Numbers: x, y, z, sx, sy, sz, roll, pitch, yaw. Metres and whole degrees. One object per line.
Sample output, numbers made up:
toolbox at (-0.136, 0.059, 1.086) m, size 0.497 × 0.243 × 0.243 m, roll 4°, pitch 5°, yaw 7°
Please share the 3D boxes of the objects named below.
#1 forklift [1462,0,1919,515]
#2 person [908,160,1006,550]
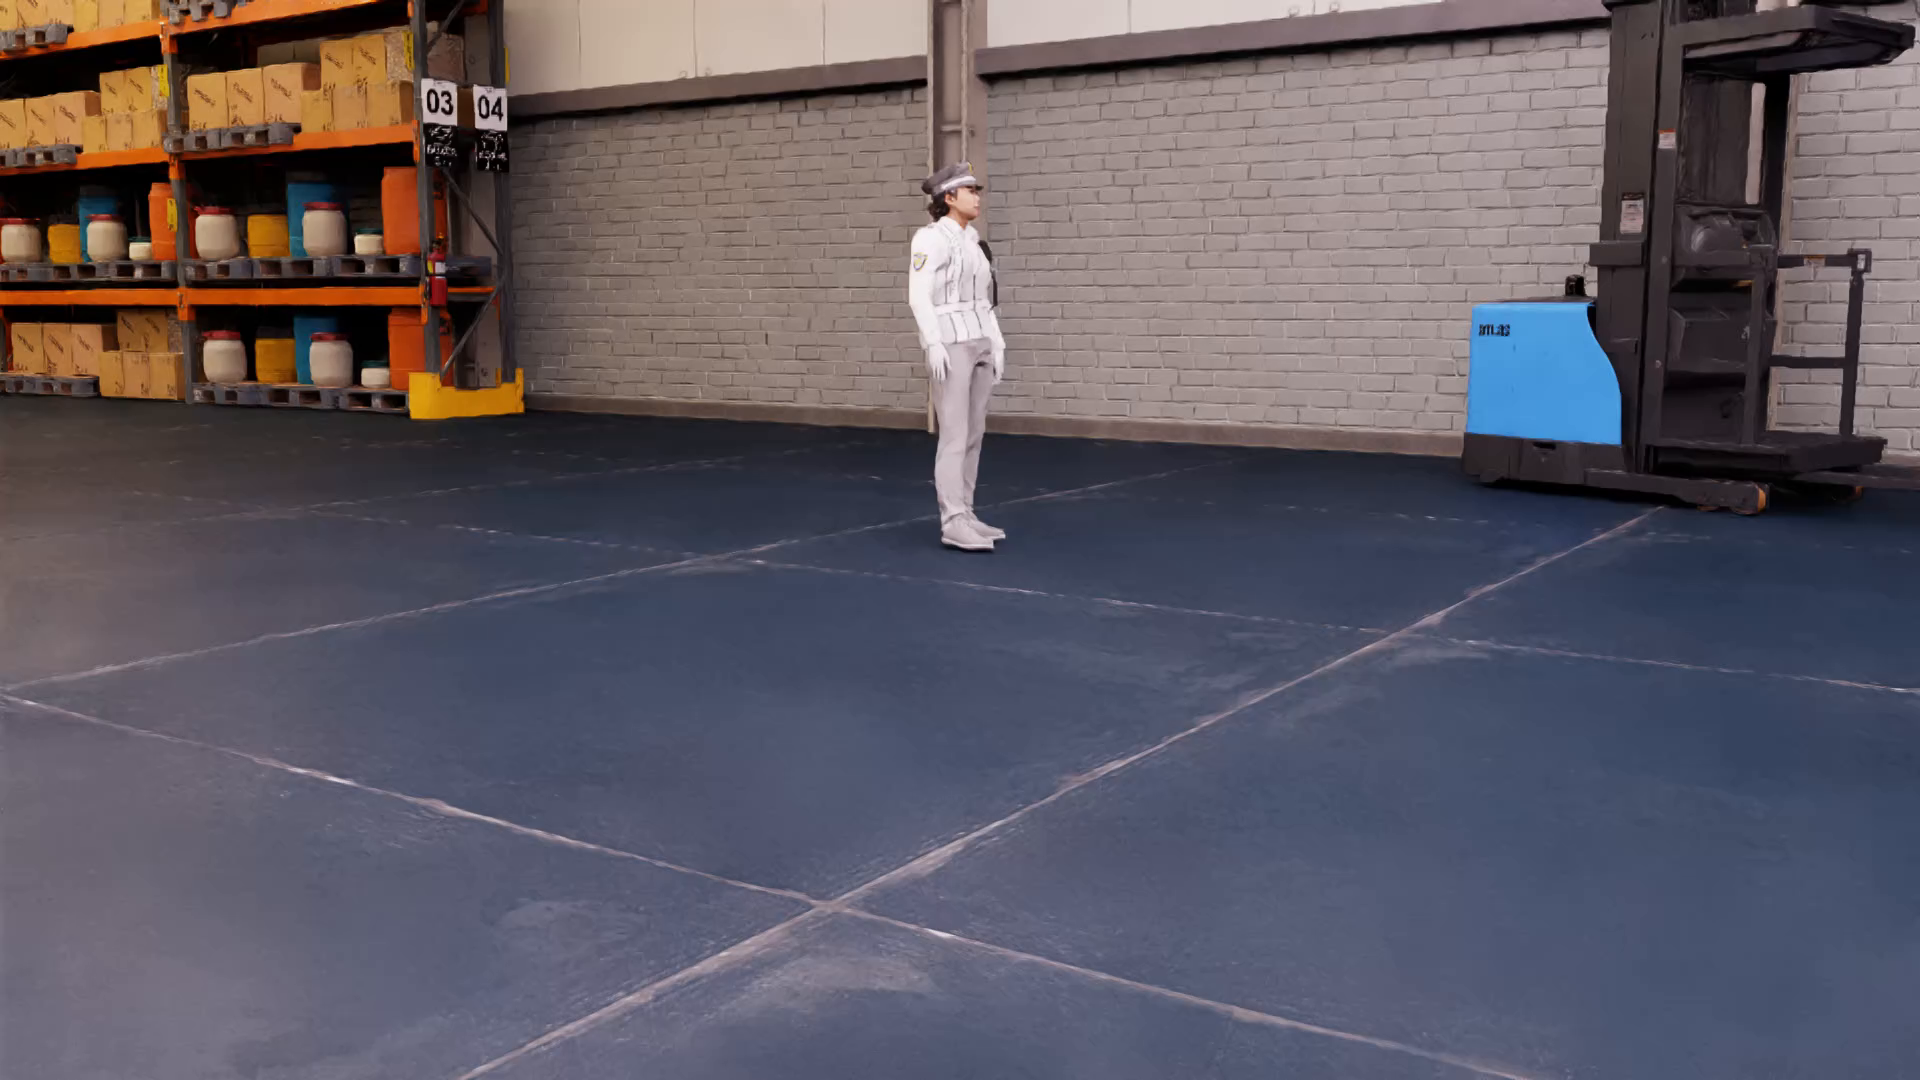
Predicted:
forklift at (4.265, -1.653, 8.820) m, size 1.130 × 2.935 × 3.031 m, roll -6°, pitch 10°, yaw -36°
person at (0.052, -0.840, 7.440) m, size 0.532 × 1.695 × 0.586 m, roll 5°, pitch 10°, yaw 34°
